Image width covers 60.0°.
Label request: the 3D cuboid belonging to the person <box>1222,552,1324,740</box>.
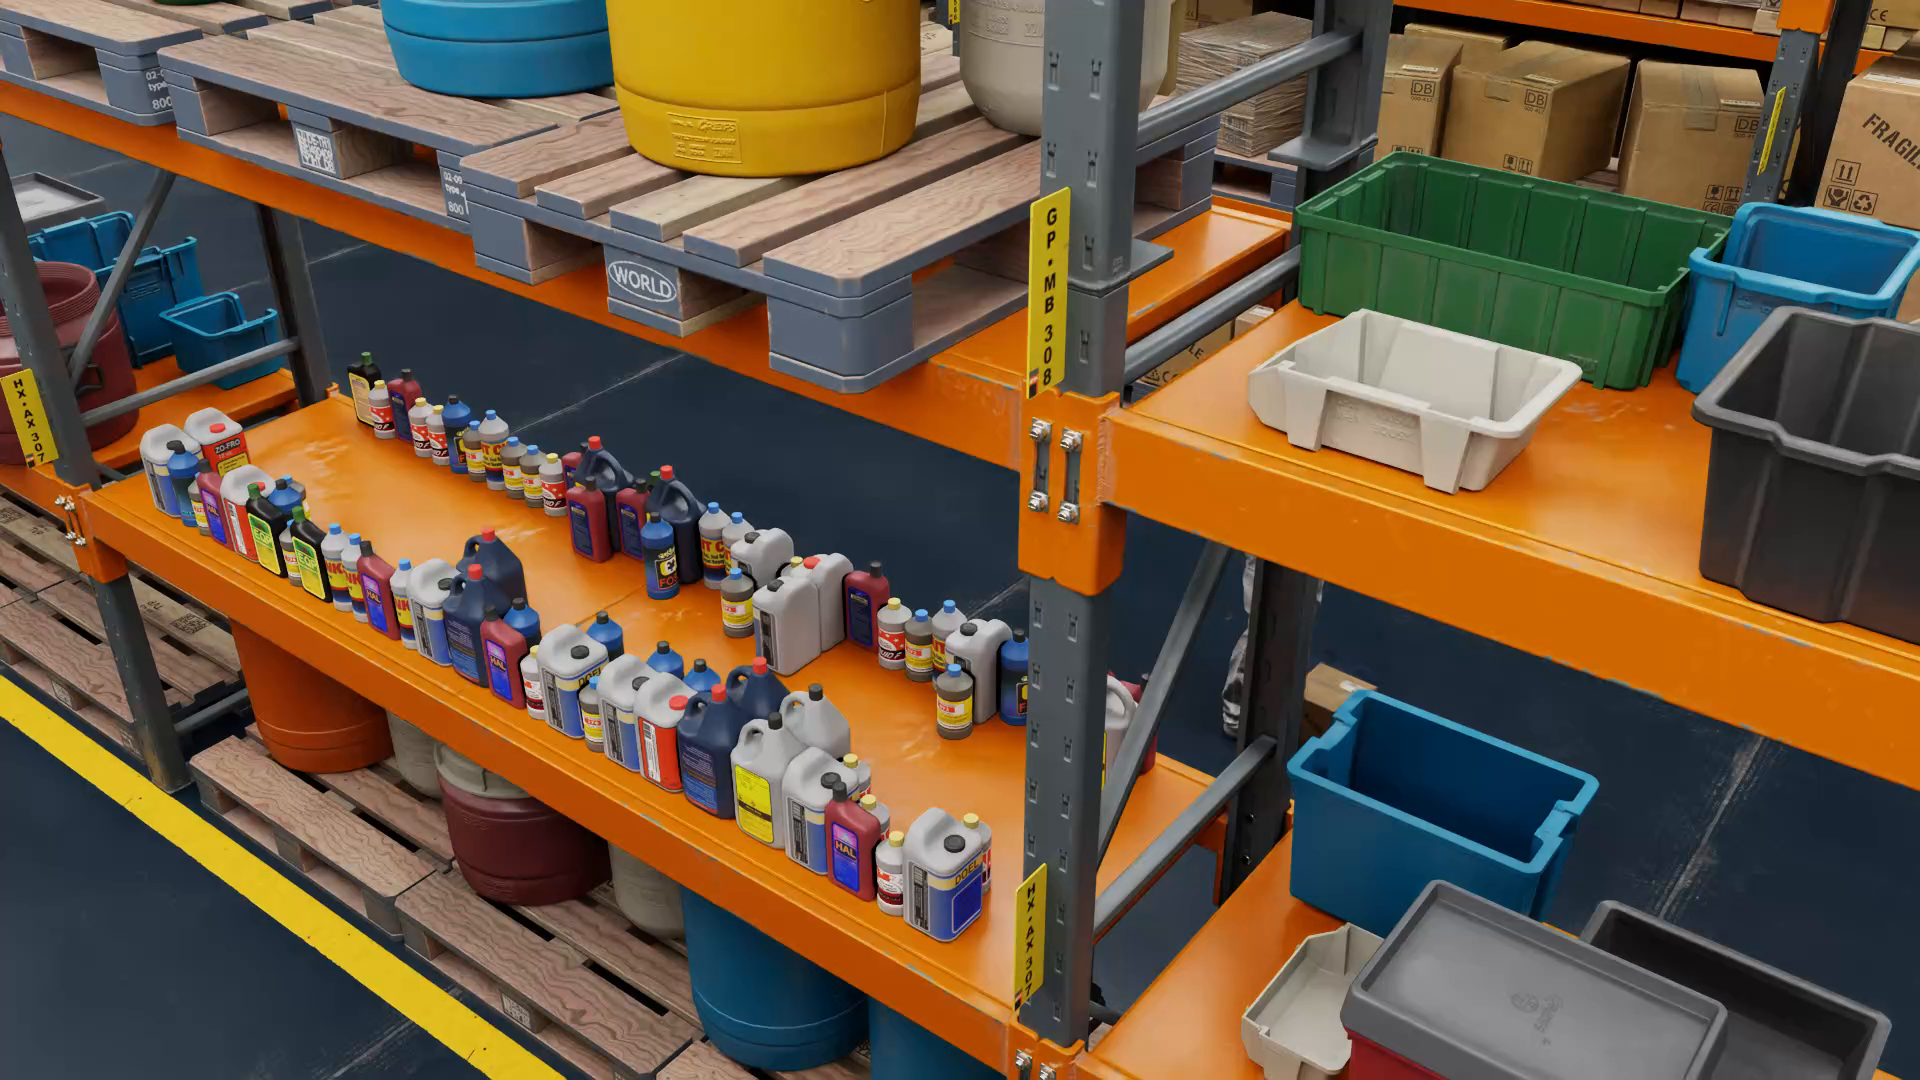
[{"bbox_3d":[1.242,-0.055,6.213,0.440,1.775,0.595,20,36,30],"label":"person"}]
